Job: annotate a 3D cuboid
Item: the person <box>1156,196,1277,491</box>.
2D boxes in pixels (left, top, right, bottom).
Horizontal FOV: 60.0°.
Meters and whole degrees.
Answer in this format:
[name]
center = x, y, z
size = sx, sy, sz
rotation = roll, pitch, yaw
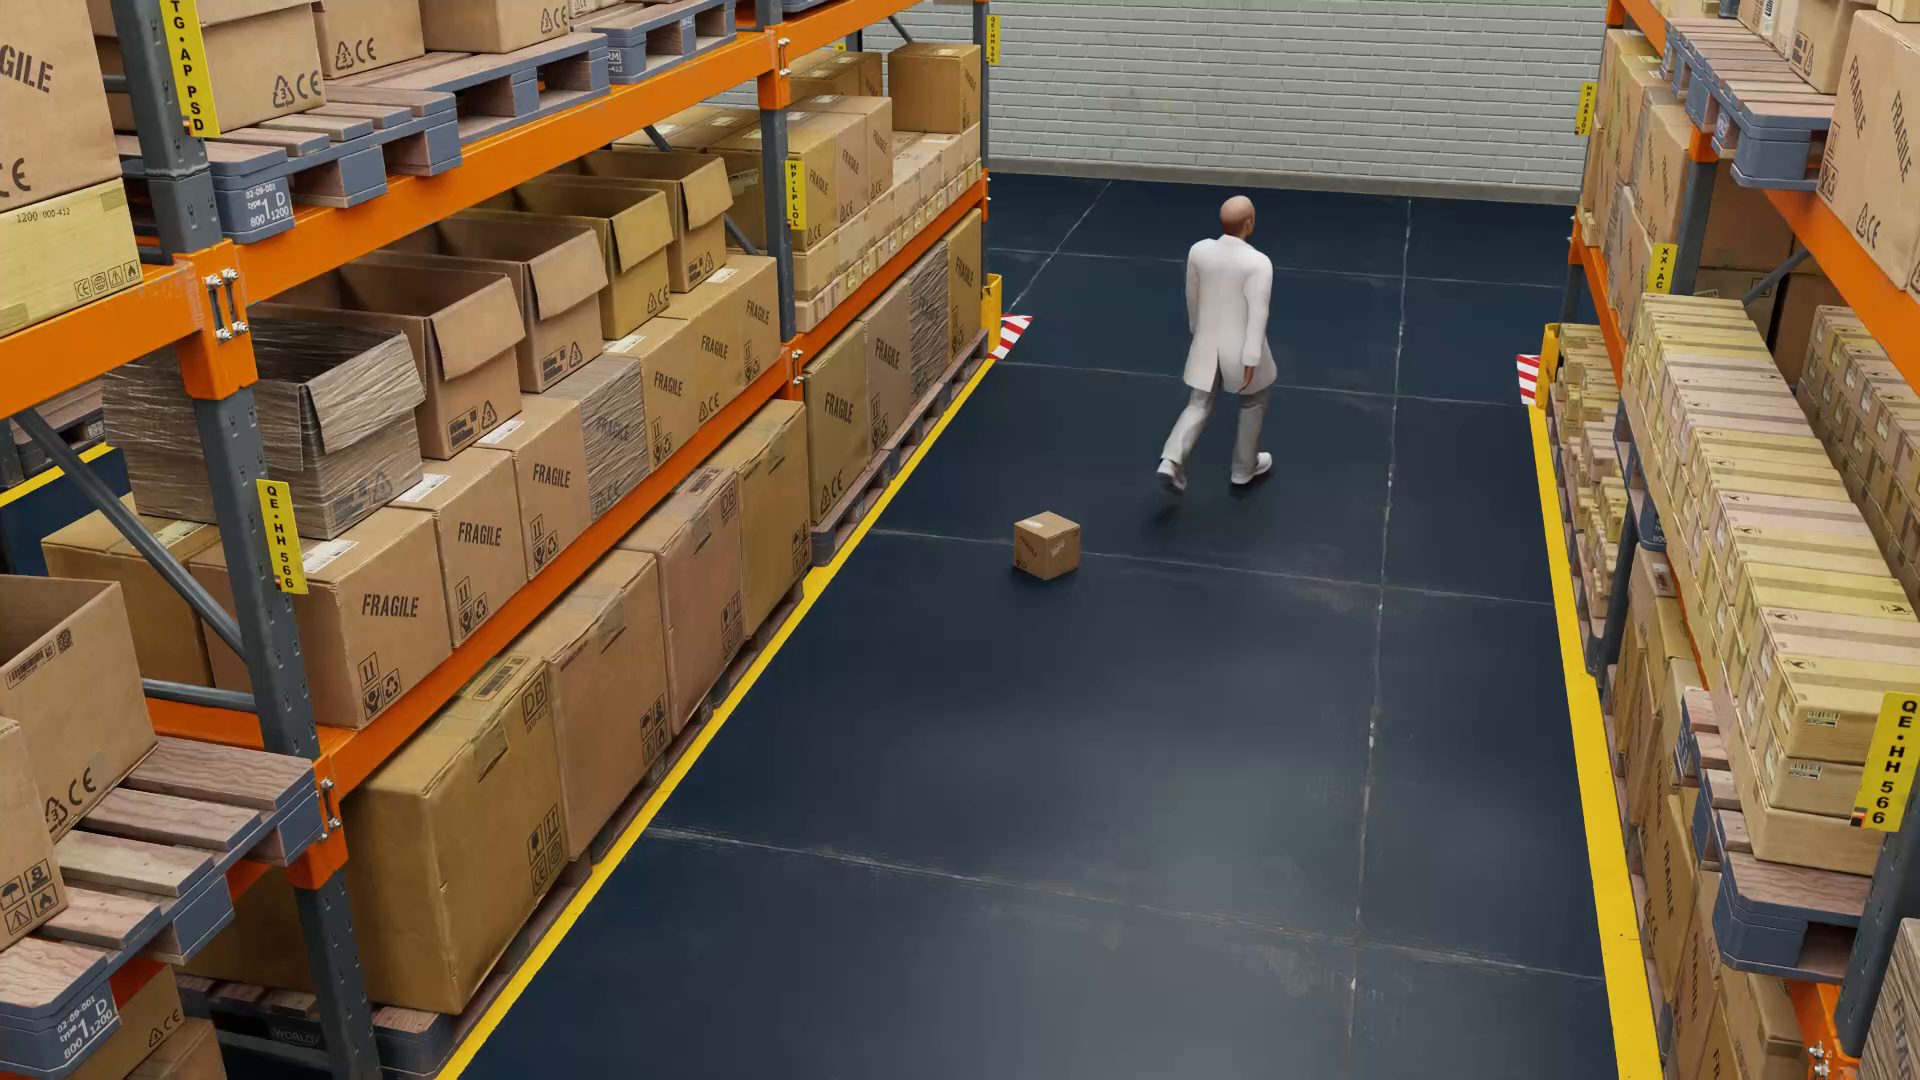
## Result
[person]
center = 1.493, -1.089, 9.436
size = 0.582, 1.739, 1.017
rotation = 16, 29, 31
